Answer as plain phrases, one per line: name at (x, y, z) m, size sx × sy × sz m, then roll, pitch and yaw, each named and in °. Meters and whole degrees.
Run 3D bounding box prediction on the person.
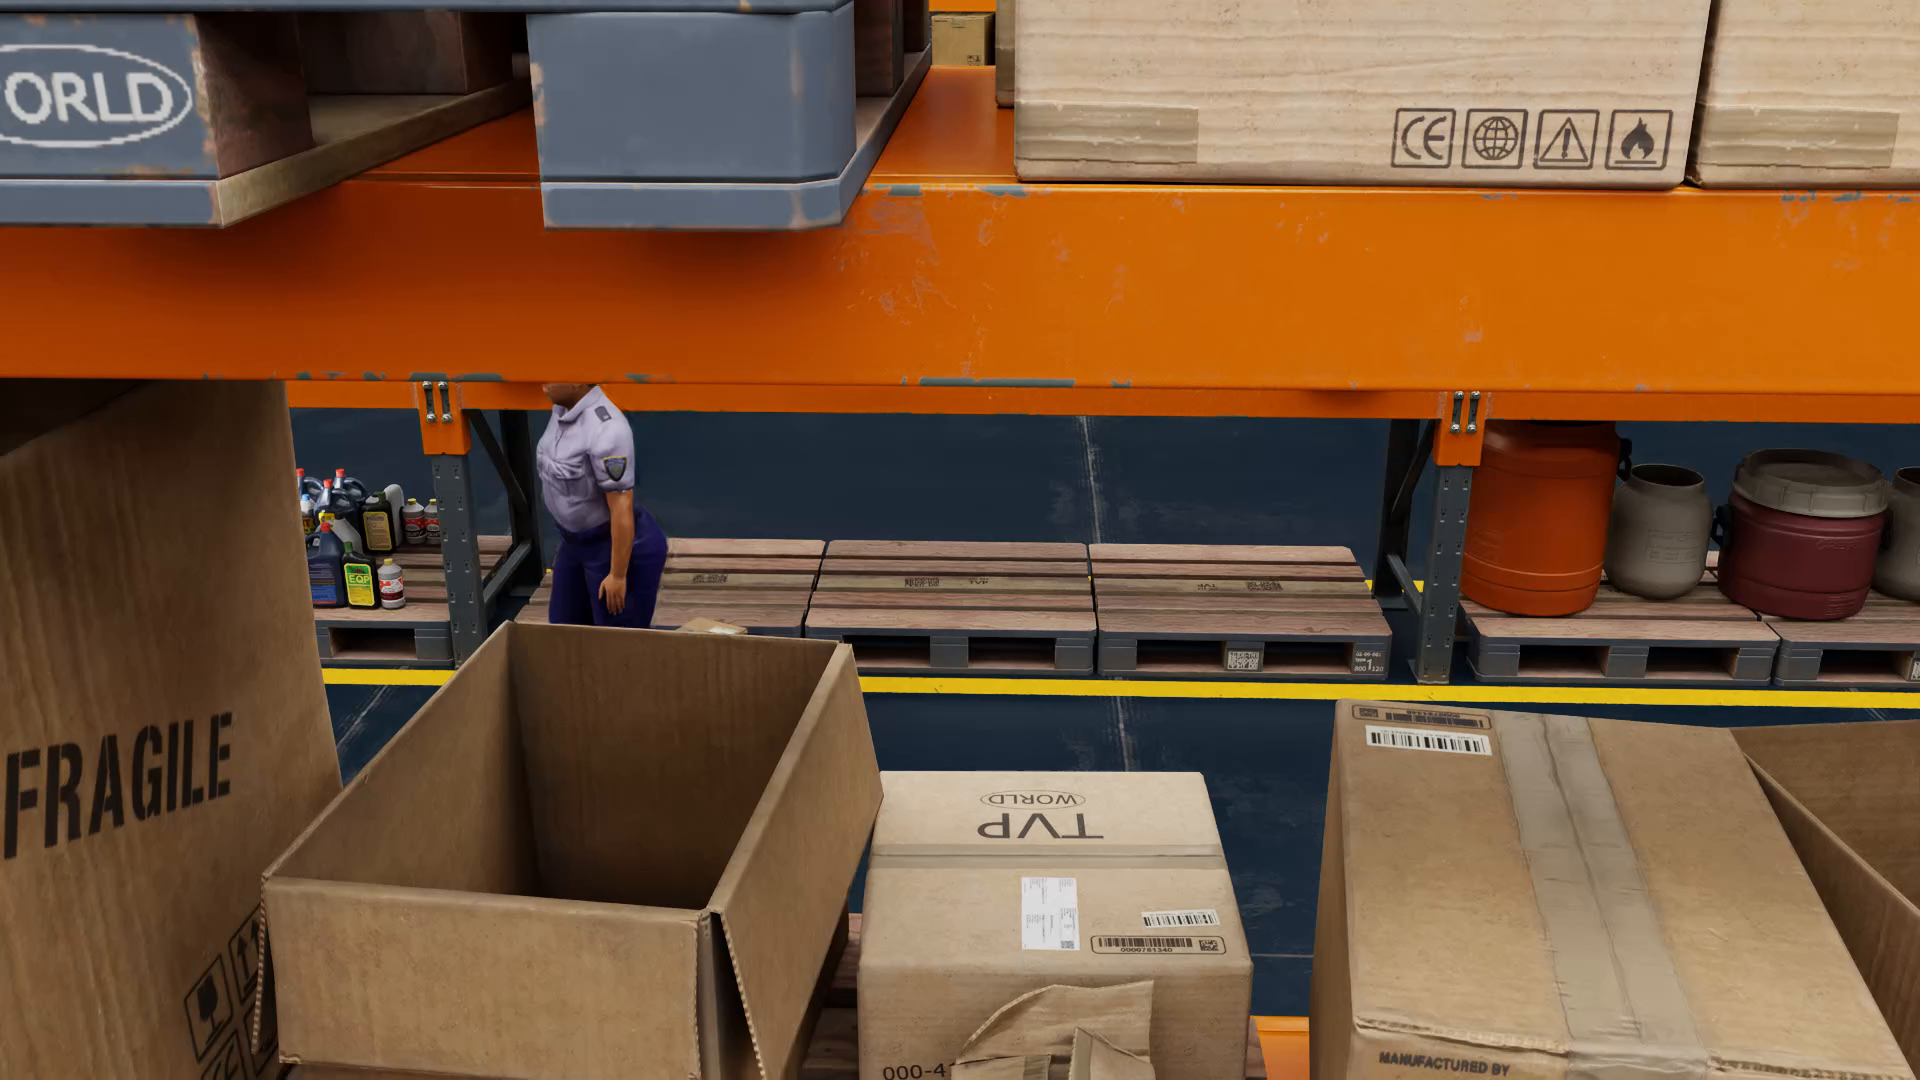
person at (-1.216, 0.027, 5.974) m, size 0.518 × 1.633 × 0.512 m, roll -14°, pitch 25°, yaw -32°
